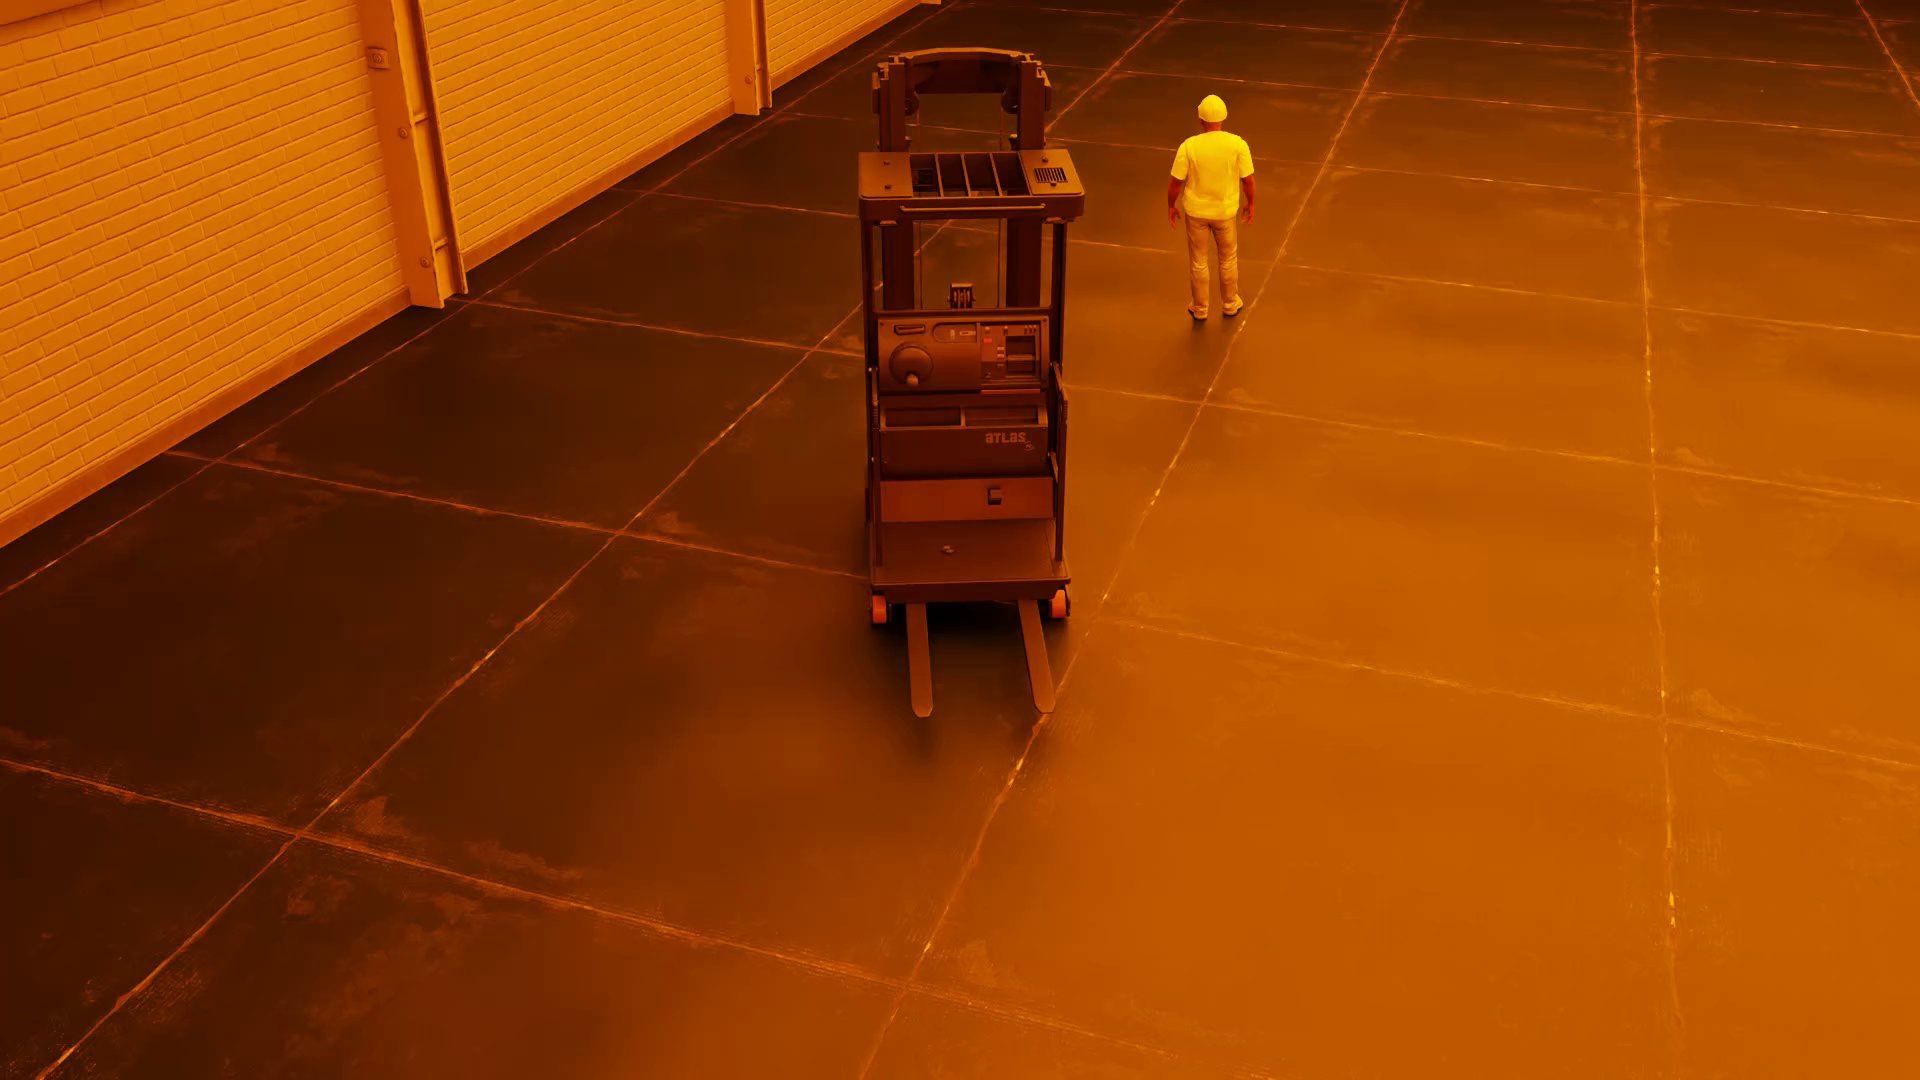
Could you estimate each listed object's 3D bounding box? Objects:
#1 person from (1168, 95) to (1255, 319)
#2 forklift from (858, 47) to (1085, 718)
[{"bbox_3d":[1.931,-2.569,12.806,0.666,1.765,0.576,4,30,6],"label":"person"},{"bbox_3d":[0.035,-0.972,8.842,1.130,2.935,3.031,-2,30,-3],"label":"forklift"}]
